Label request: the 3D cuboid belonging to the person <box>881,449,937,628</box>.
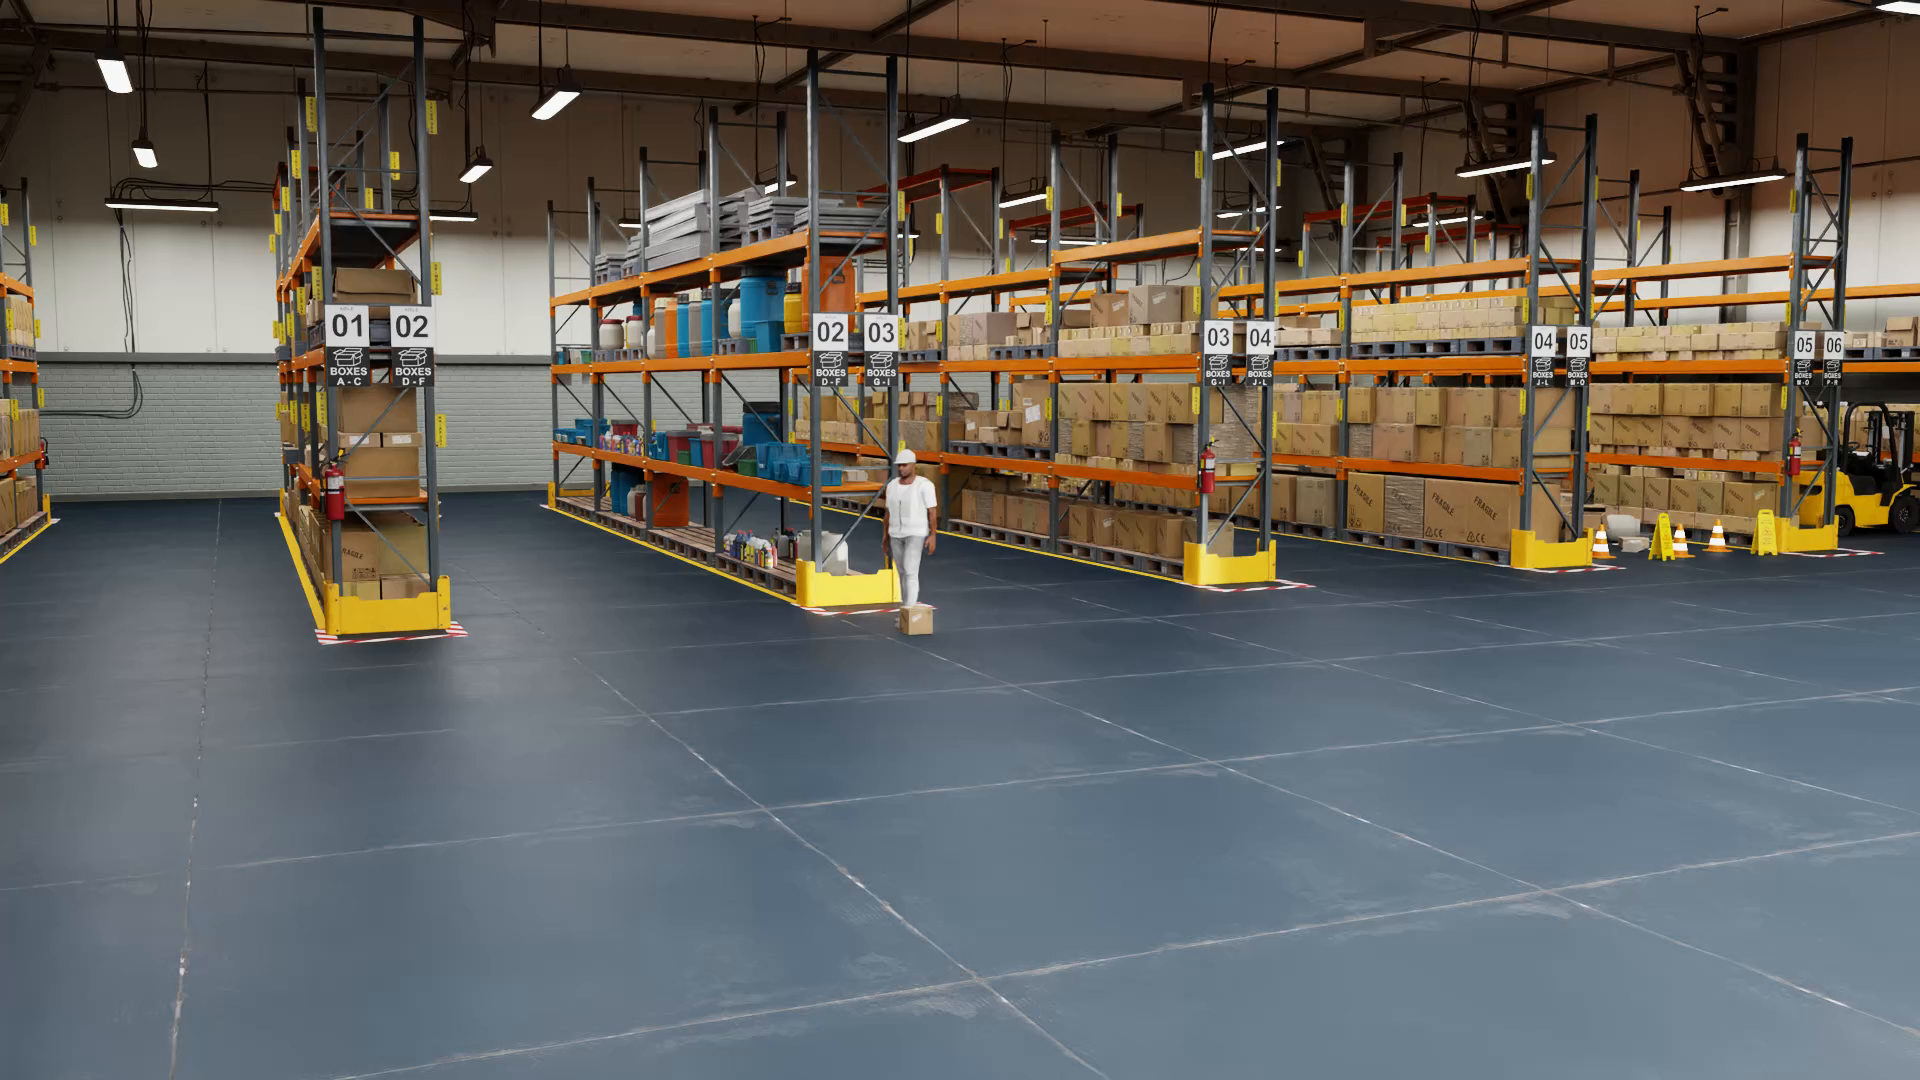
[{"bbox_3d":[-0.604,-0.027,16.769,0.587,1.761,0.626,3,6,32],"label":"person"}]
